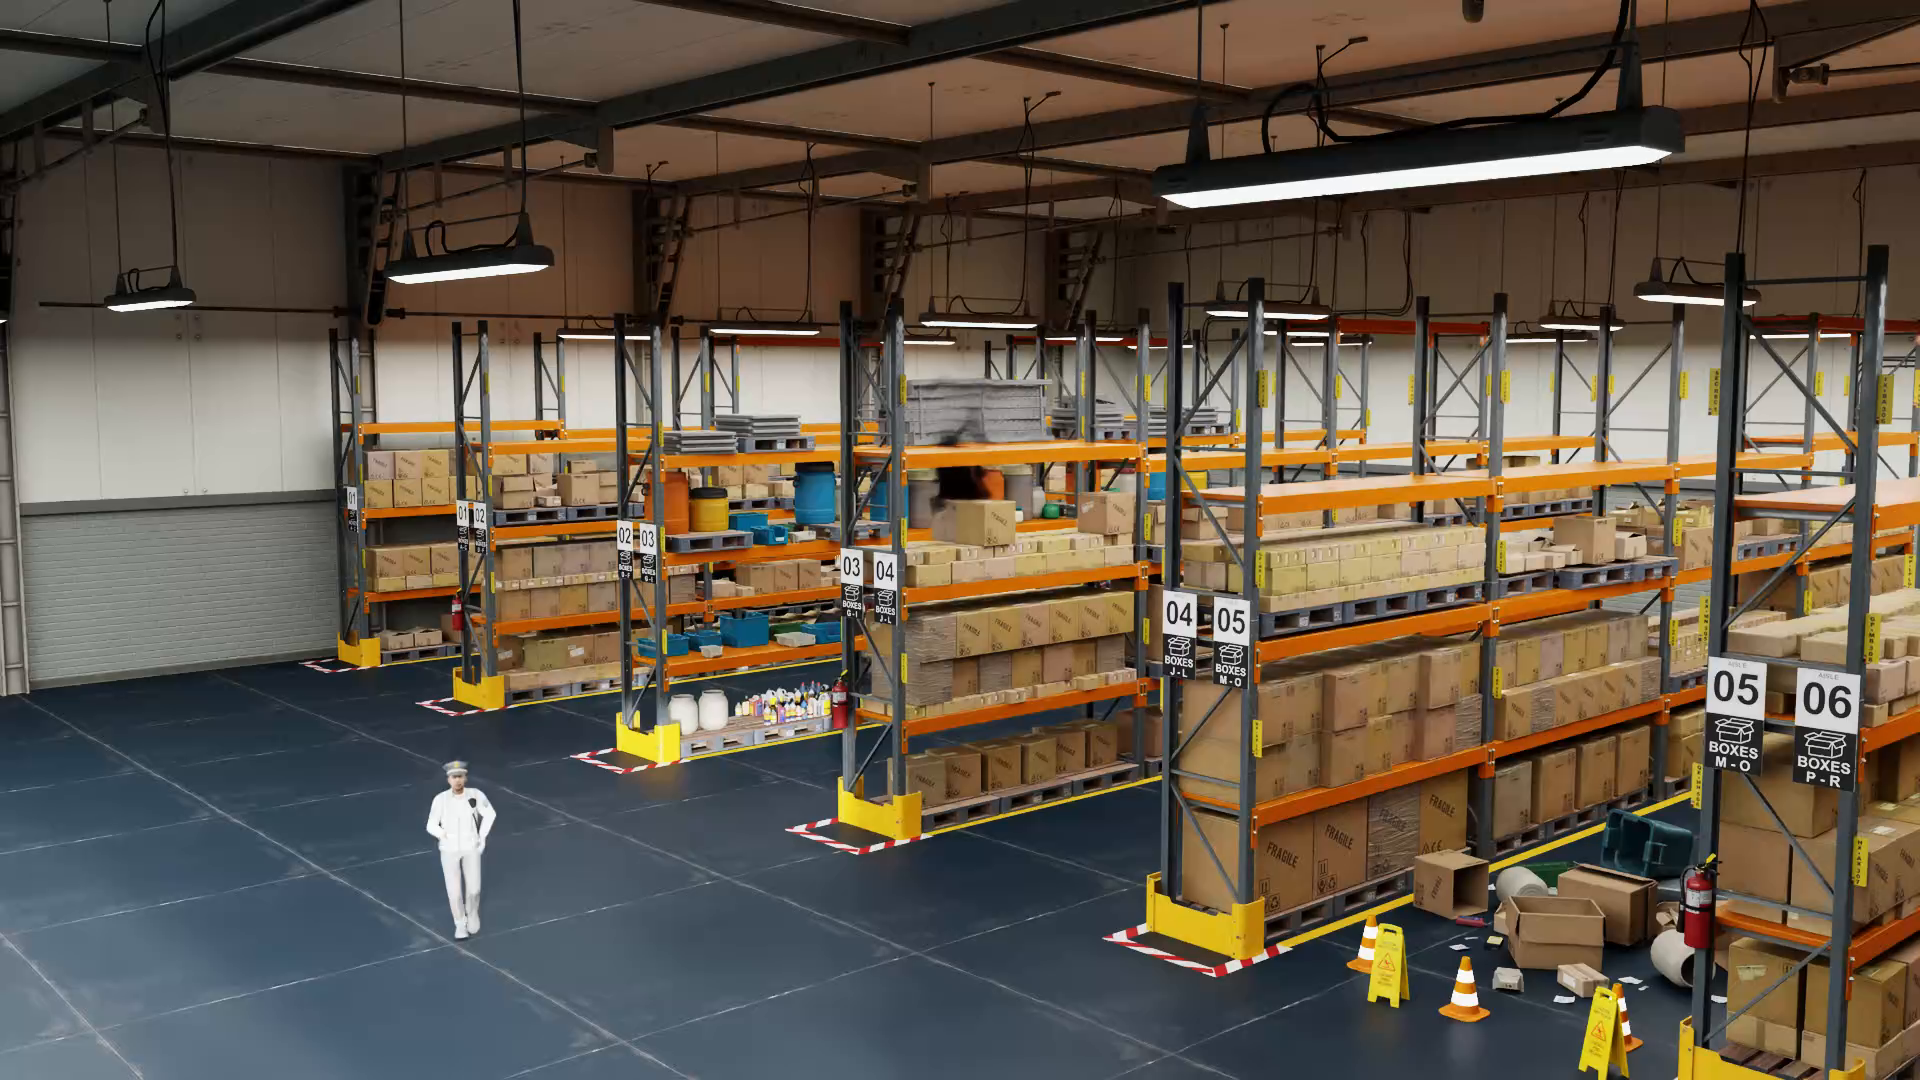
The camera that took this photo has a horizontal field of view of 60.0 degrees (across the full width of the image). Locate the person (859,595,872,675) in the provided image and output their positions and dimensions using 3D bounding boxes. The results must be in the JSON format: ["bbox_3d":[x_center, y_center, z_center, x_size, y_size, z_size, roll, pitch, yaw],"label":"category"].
[{"bbox_3d":[-1.650,1.541,27.923,0.692,1.746,0.789,5,7,39],"label":"person"}]

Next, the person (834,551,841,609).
[{"bbox_3d":[-2.413,0.919,34.253,0.692,1.720,0.591,5,7,40],"label":"person"}]

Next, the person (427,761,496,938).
[{"bbox_3d":[-4.543,2.838,15.154,0.597,1.649,0.543,-1,6,-15],"label":"person"}]
